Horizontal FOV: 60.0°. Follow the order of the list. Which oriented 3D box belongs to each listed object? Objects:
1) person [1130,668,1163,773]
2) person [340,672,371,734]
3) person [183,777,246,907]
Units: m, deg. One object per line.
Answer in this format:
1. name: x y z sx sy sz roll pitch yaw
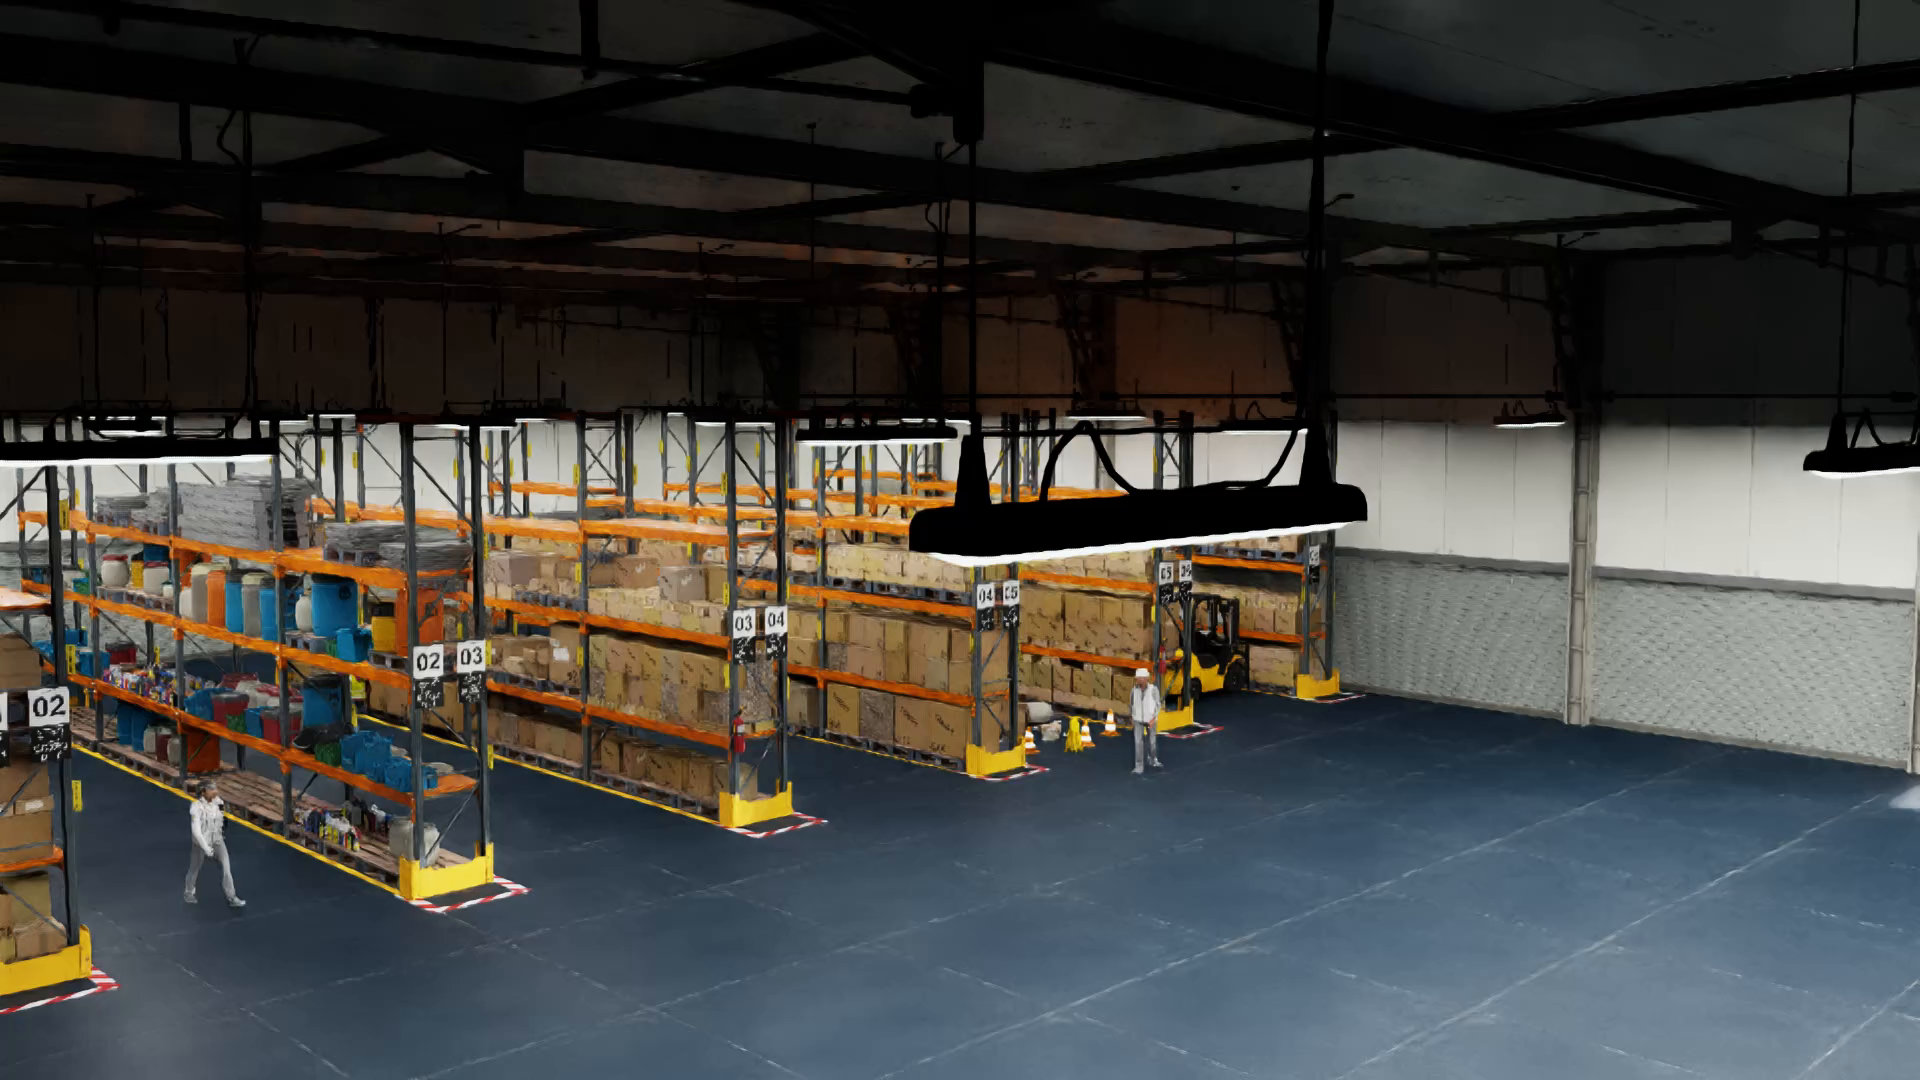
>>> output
1. person: 3.129 3.020 28.060 0.555 1.769 0.700 2 5 18
2. person: -10.970 2.855 30.218 1.128 1.689 0.575 5 7 43
3. person: -9.287 3.720 20.543 0.993 1.621 0.470 4 6 37
